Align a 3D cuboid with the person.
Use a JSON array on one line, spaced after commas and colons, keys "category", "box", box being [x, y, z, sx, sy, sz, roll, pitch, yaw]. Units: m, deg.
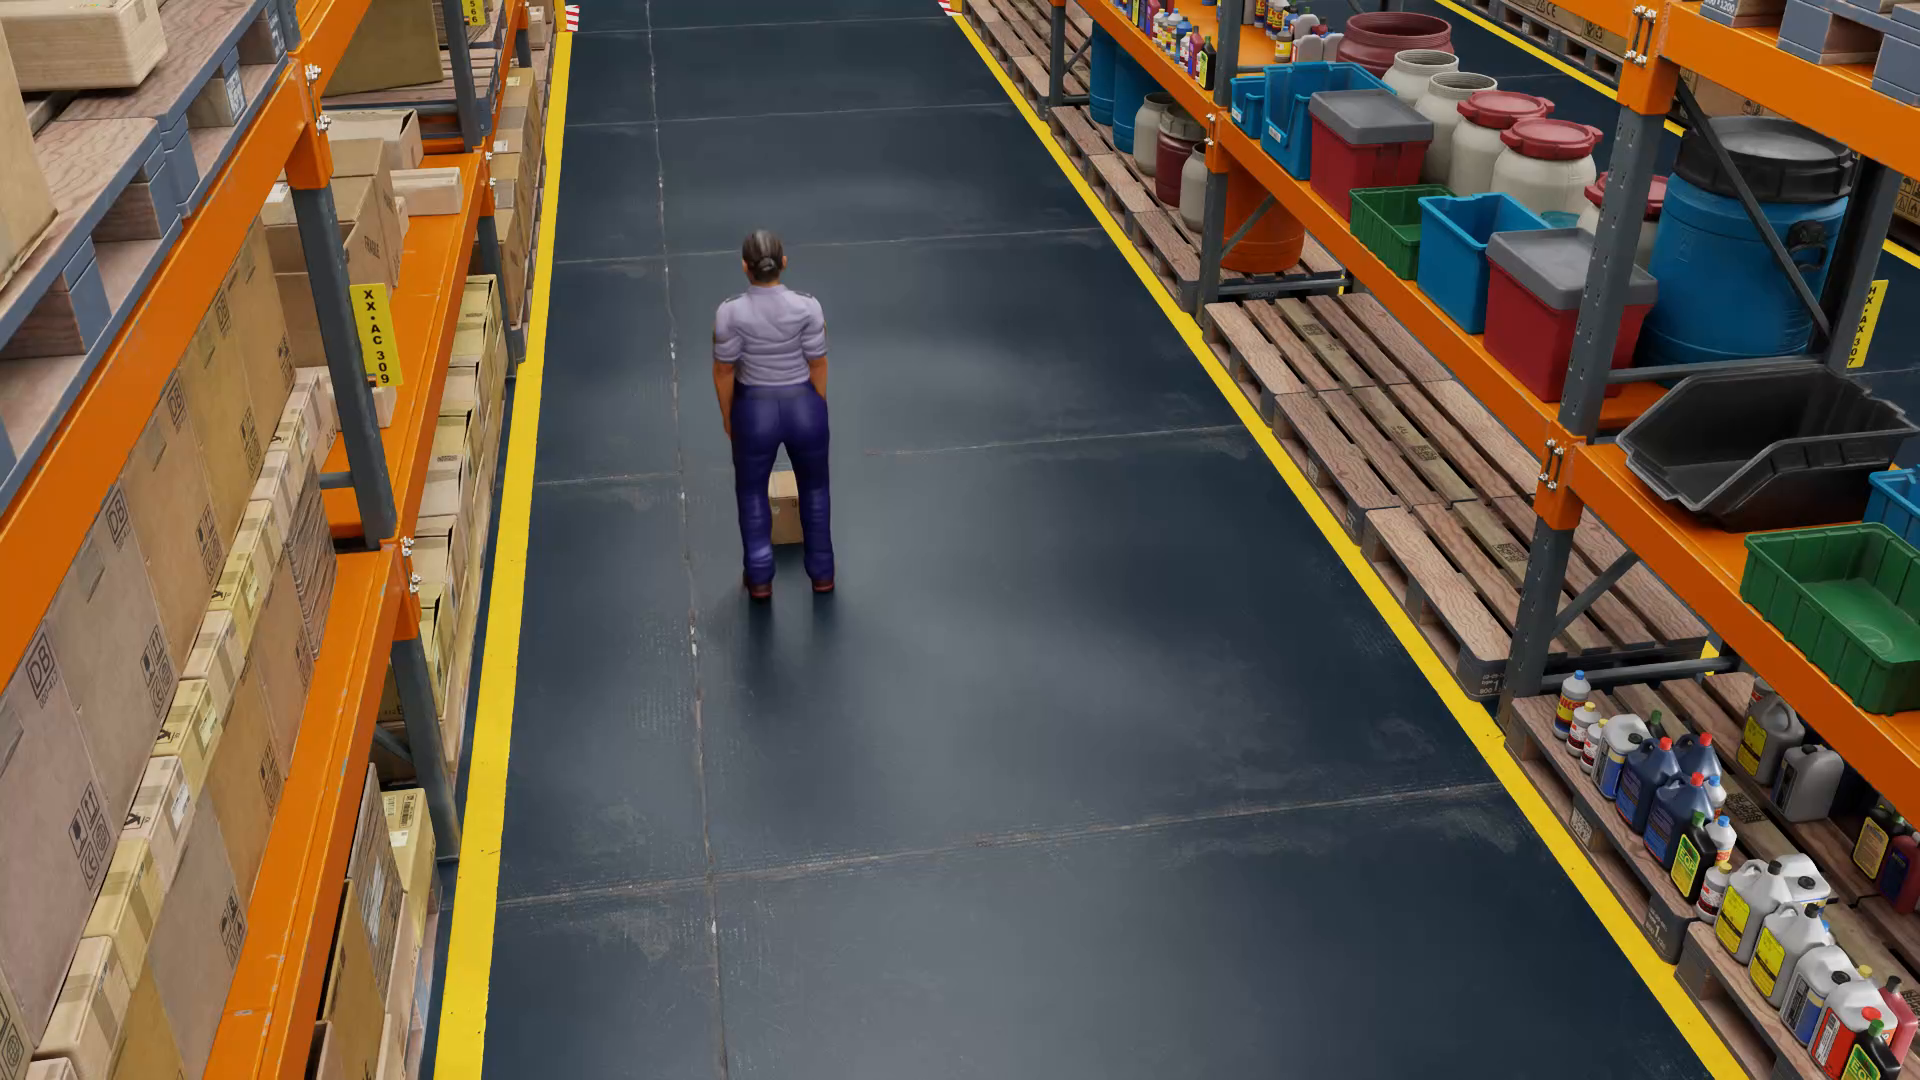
[{"category": "person", "box": [-0.783, -0.507, 7.013, 0.470, 1.642, 0.339, -5, 31, -8]}]
